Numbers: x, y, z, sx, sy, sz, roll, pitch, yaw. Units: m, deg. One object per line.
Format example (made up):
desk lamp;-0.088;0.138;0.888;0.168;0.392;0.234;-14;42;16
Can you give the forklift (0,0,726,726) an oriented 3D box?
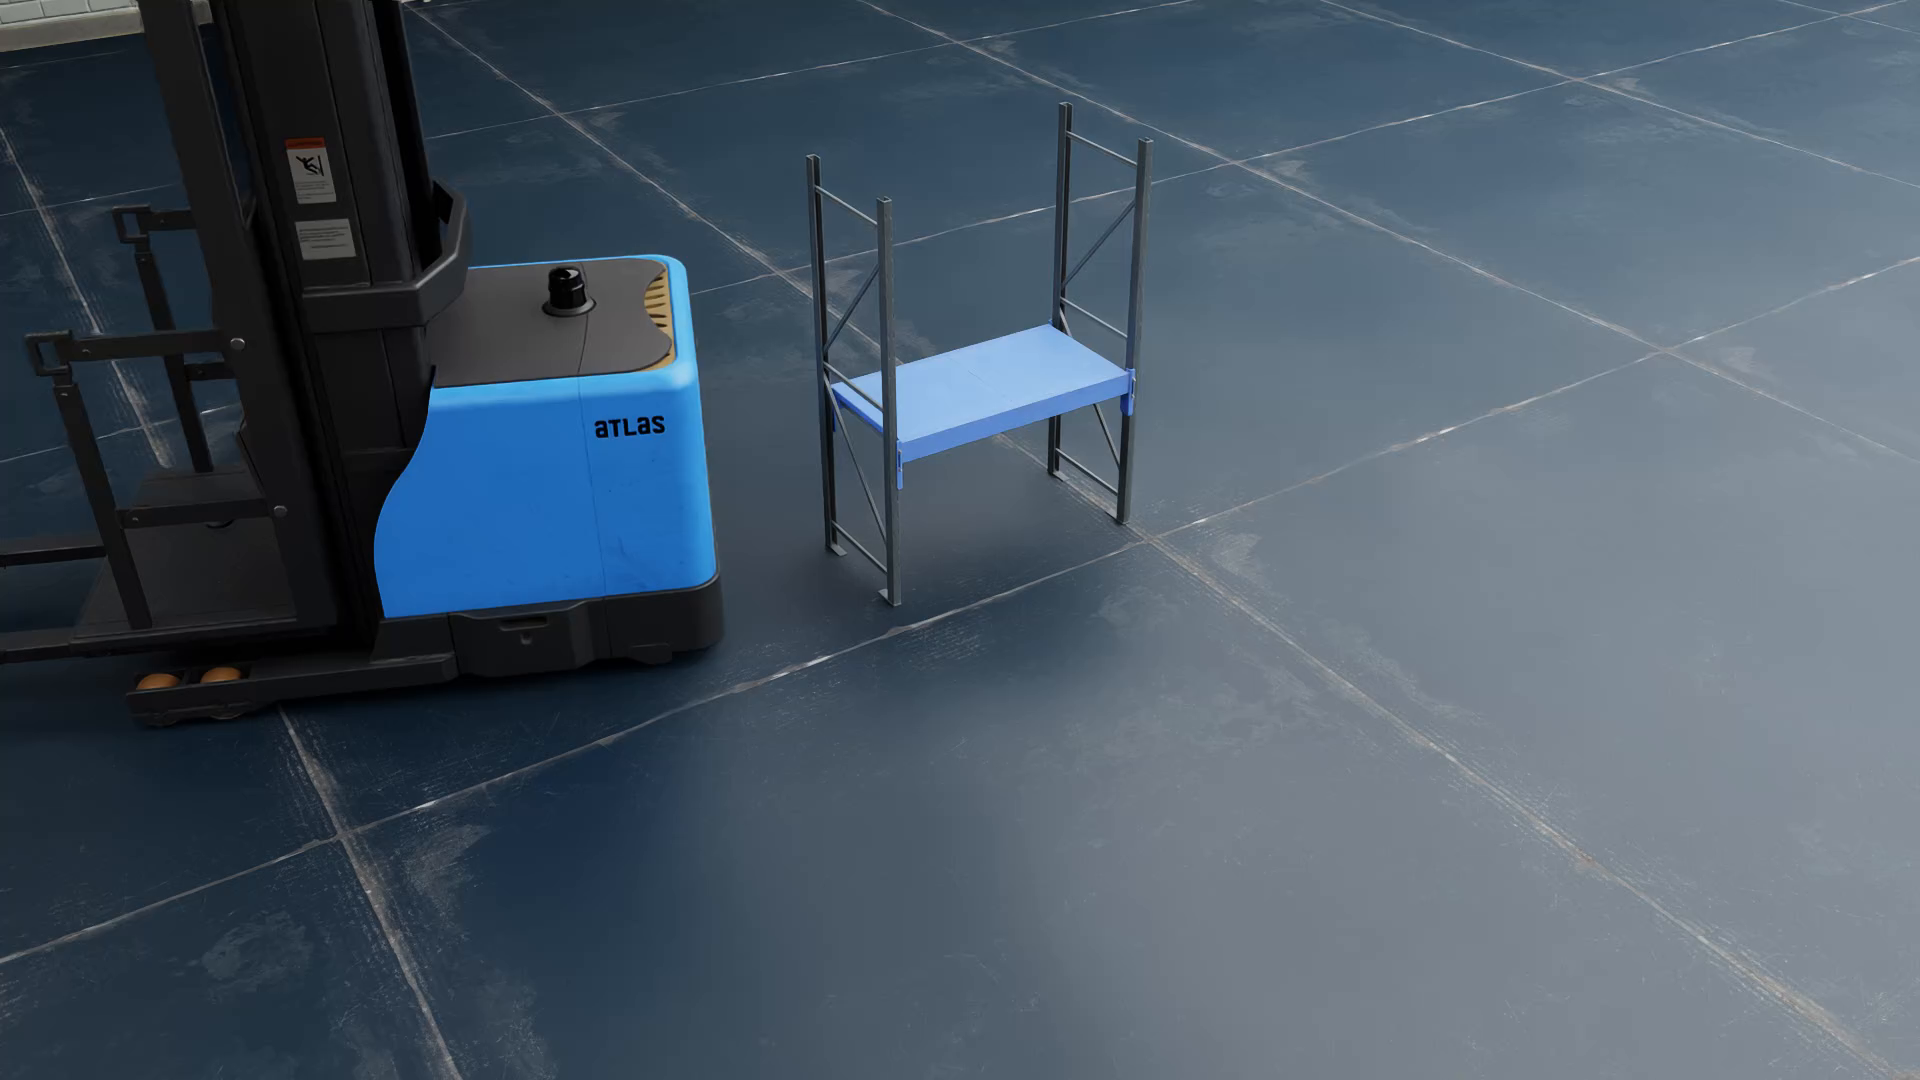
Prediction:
forklift;-2.362;-0.952;5.012;3.031;2.935;1.130;-6;33;-9

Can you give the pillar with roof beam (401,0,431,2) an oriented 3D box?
pillar with roof beam;-2.006;-6.052;7.410;0.400;9.000;9.100;-19;37;-27

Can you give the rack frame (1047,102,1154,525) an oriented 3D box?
rack frame;0.499;-0.806;6.122;0.032;1.500;0.500;-19;37;-27

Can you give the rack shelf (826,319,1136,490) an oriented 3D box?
rack shelf;0.072;-0.507;5.985;1.000;0.185;0.538;-19;37;-27

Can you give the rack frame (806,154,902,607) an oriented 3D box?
rack frame;-0.356;-0.512;5.656;0.032;1.500;0.500;-19;37;-27

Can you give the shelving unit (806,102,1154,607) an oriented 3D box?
shelving unit;0.072;-0.659;5.889;1.048;1.500;0.538;-19;37;-27
